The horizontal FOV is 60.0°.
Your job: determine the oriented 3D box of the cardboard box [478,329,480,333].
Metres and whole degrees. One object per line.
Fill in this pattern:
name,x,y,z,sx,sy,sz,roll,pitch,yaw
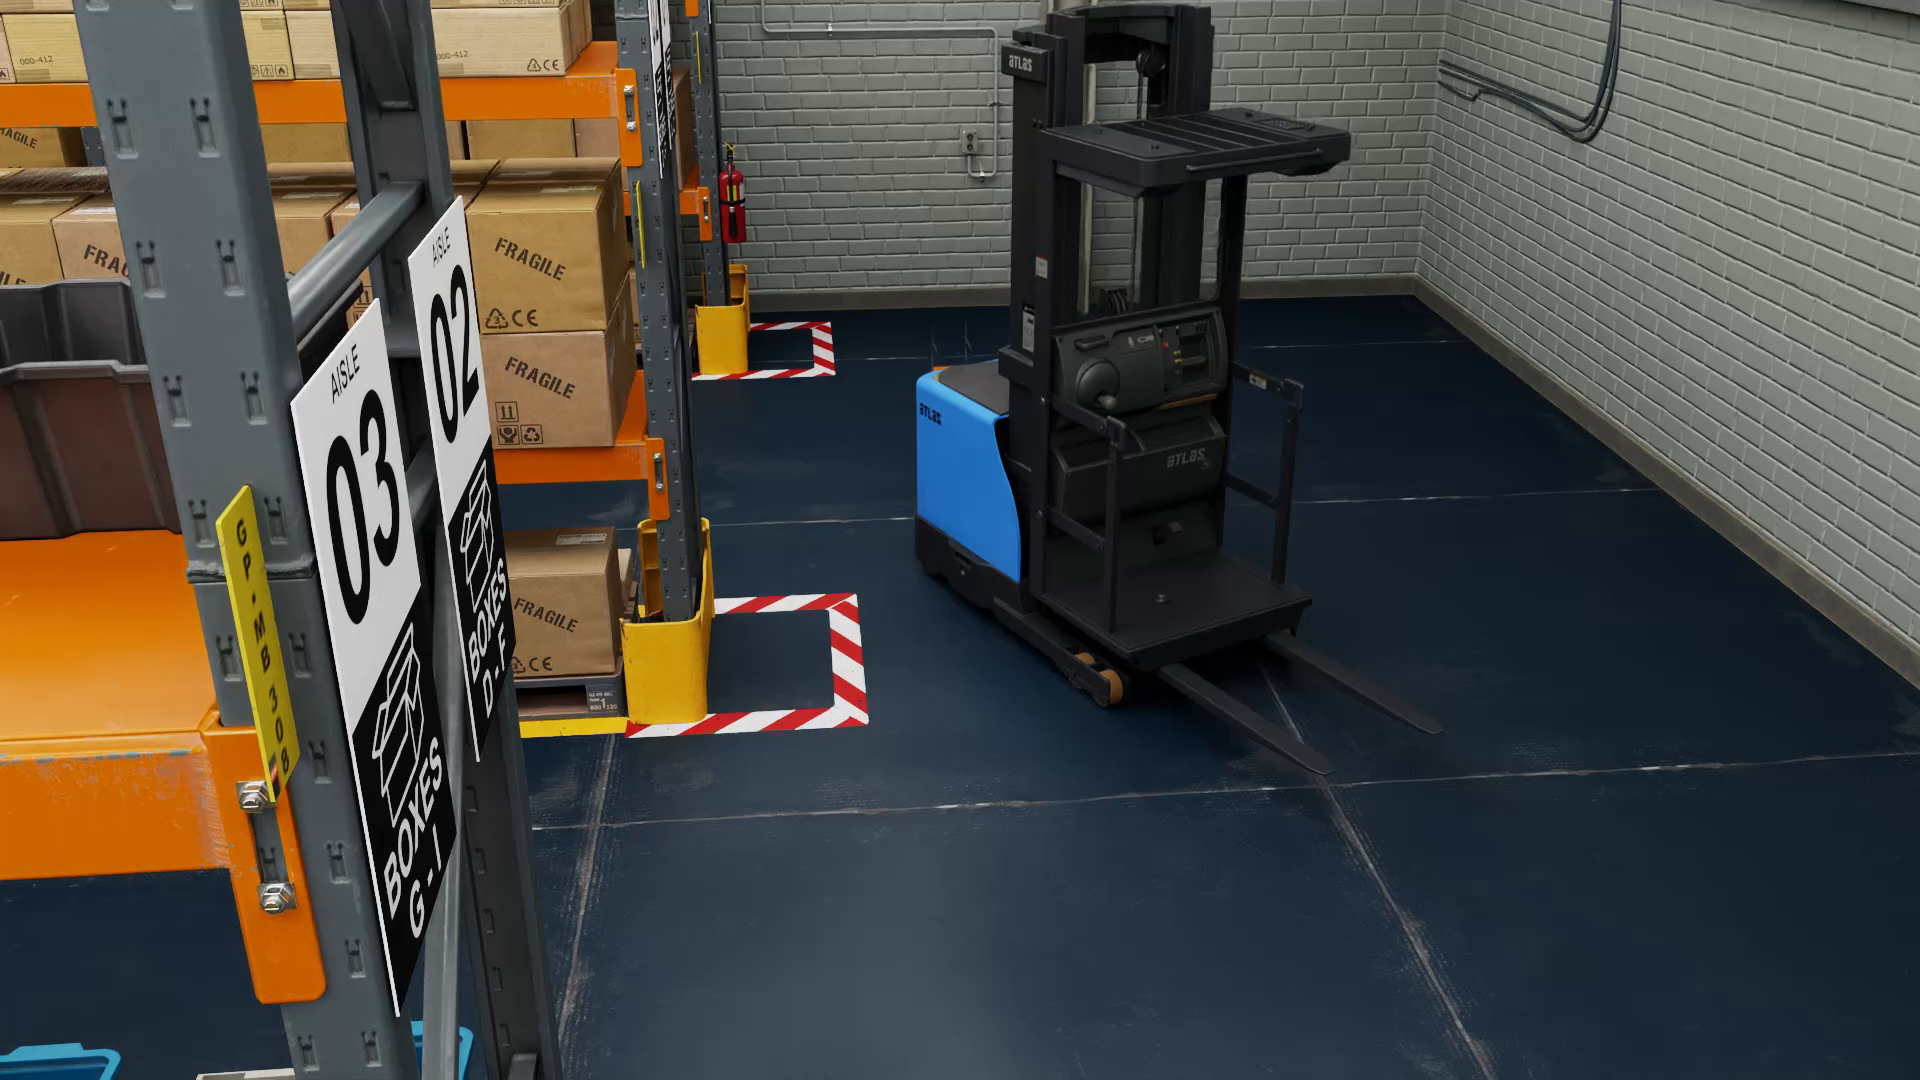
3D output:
cardboard box,-2.221,-0.686,6.976,0.500,0.500,0.500,-2,24,-5

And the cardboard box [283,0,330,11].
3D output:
cardboard box,-2.270,-2.177,6.330,0.500,0.250,0.500,-2,24,-5

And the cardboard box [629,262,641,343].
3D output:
cardboard box,-2.464,-1.773,12.107,0.500,0.500,0.700,-2,24,-5

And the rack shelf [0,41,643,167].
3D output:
rack shelf,-3.277,-1.752,6.691,4.000,0.370,1.077,-2,24,-5

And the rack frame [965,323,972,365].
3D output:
rack frame,0.045,-0.570,9.054,0.006,1.200,0.240,-3,24,-7

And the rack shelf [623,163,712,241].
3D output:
rack shelf,-3.767,-2.383,11.805,4.000,0.370,1.077,-2,24,-5

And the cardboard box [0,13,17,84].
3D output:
cardboard box,-3.763,-1.889,6.299,0.500,0.250,0.500,-2,24,-5

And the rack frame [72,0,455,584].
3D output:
rack frame,-0.803,-1.529,1.611,0.127,3.000,1.000,-2,24,-5

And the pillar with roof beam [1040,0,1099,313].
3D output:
pillar with roof beam,1.248,-4.251,7.734,0.400,9.000,9.100,-2,24,-5

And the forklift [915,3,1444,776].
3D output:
forklift,0.950,-0.799,7.439,1.130,2.935,3.031,-14,27,-28

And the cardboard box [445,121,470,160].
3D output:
cardboard box,-3.766,-2.844,11.587,0.700,0.700,0.980,-3,24,-8

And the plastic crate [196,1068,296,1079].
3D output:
plastic crate,-1.409,1.162,3.194,0.298,0.136,0.250,-2,24,-5

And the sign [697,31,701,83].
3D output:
sign,-1.737,-3.209,11.060,0.005,0.325,0.100,-2,24,-5

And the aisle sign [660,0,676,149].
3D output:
aisle sign,-1.247,-2.099,7.079,0.004,0.787,0.394,-2,24,-5

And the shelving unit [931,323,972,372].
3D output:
shelving unit,-0.045,-0.565,9.043,0.189,1.200,0.258,-3,24,-7

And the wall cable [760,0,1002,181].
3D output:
wall cable,-0.596,-3.690,12.607,1.851,1.984,0.084,-2,24,-5

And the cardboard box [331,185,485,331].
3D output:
cardboard box,-2.205,-1.143,6.774,0.500,0.500,0.500,-2,24,-4

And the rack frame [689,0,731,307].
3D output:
rack frame,-1.777,-2.792,11.838,0.127,3.000,1.000,-2,24,-5

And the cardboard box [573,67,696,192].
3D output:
cardboard box,-2.283,-2.905,11.723,0.700,0.700,0.980,-1,24,-3

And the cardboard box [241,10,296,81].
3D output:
cardboard box,-2.767,-1.924,6.378,0.500,0.250,0.500,-2,24,-5

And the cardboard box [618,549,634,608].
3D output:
cardboard box,-1.737,0.190,8.099,0.250,0.149,0.380,-2,24,-5

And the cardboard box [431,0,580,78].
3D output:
cardboard box,-1.772,-1.965,6.469,0.500,0.250,0.500,-2,24,-5

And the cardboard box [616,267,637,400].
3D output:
cardboard box,-1.754,-0.924,7.514,0.500,0.500,0.500,-2,24,-4

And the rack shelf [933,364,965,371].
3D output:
rack shelf,-0.045,-0.853,8.915,0.180,0.103,0.258,-3,24,-7

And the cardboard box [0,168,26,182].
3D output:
cardboard box,-4.280,-1.279,7.081,0.500,0.500,0.500,-3,24,-6

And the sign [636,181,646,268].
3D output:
sign,-1.252,-1.238,6.528,0.005,0.325,0.100,-2,24,-5

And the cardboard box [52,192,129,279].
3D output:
cardboard box,-3.231,-1.100,6.678,0.500,0.500,0.500,-2,24,-4

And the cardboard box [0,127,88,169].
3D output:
cardboard box,-6.192,-2.703,11.124,0.500,0.500,0.500,-3,24,-6

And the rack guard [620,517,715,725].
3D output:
rack guard,-1.362,0.355,7.835,0.348,0.500,1.175,-2,24,-5

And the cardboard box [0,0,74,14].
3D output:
cardboard box,-3.265,-2.136,6.238,0.500,0.250,0.500,-2,24,-5

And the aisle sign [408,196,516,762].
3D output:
aisle sign,-0.761,-0.098,2.578,0.004,0.787,0.394,-2,24,-5

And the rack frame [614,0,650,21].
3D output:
rack frame,-1.286,-3.531,6.116,0.127,3.000,1.000,-2,24,-5

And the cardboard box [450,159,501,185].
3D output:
cardboard box,-2.273,-1.357,7.257,0.500,0.500,0.500,-2,24,-5

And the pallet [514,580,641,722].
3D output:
pallet,-2.155,0.520,7.821,1.213,0.211,1.003,-2,24,-5

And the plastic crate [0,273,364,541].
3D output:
plastic crate,-1.214,-0.196,2.465,0.590,0.269,0.497,-2,24,-5

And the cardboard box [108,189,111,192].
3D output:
cardboard box,-3.277,-1.319,7.170,0.500,0.500,0.500,-3,24,-6
